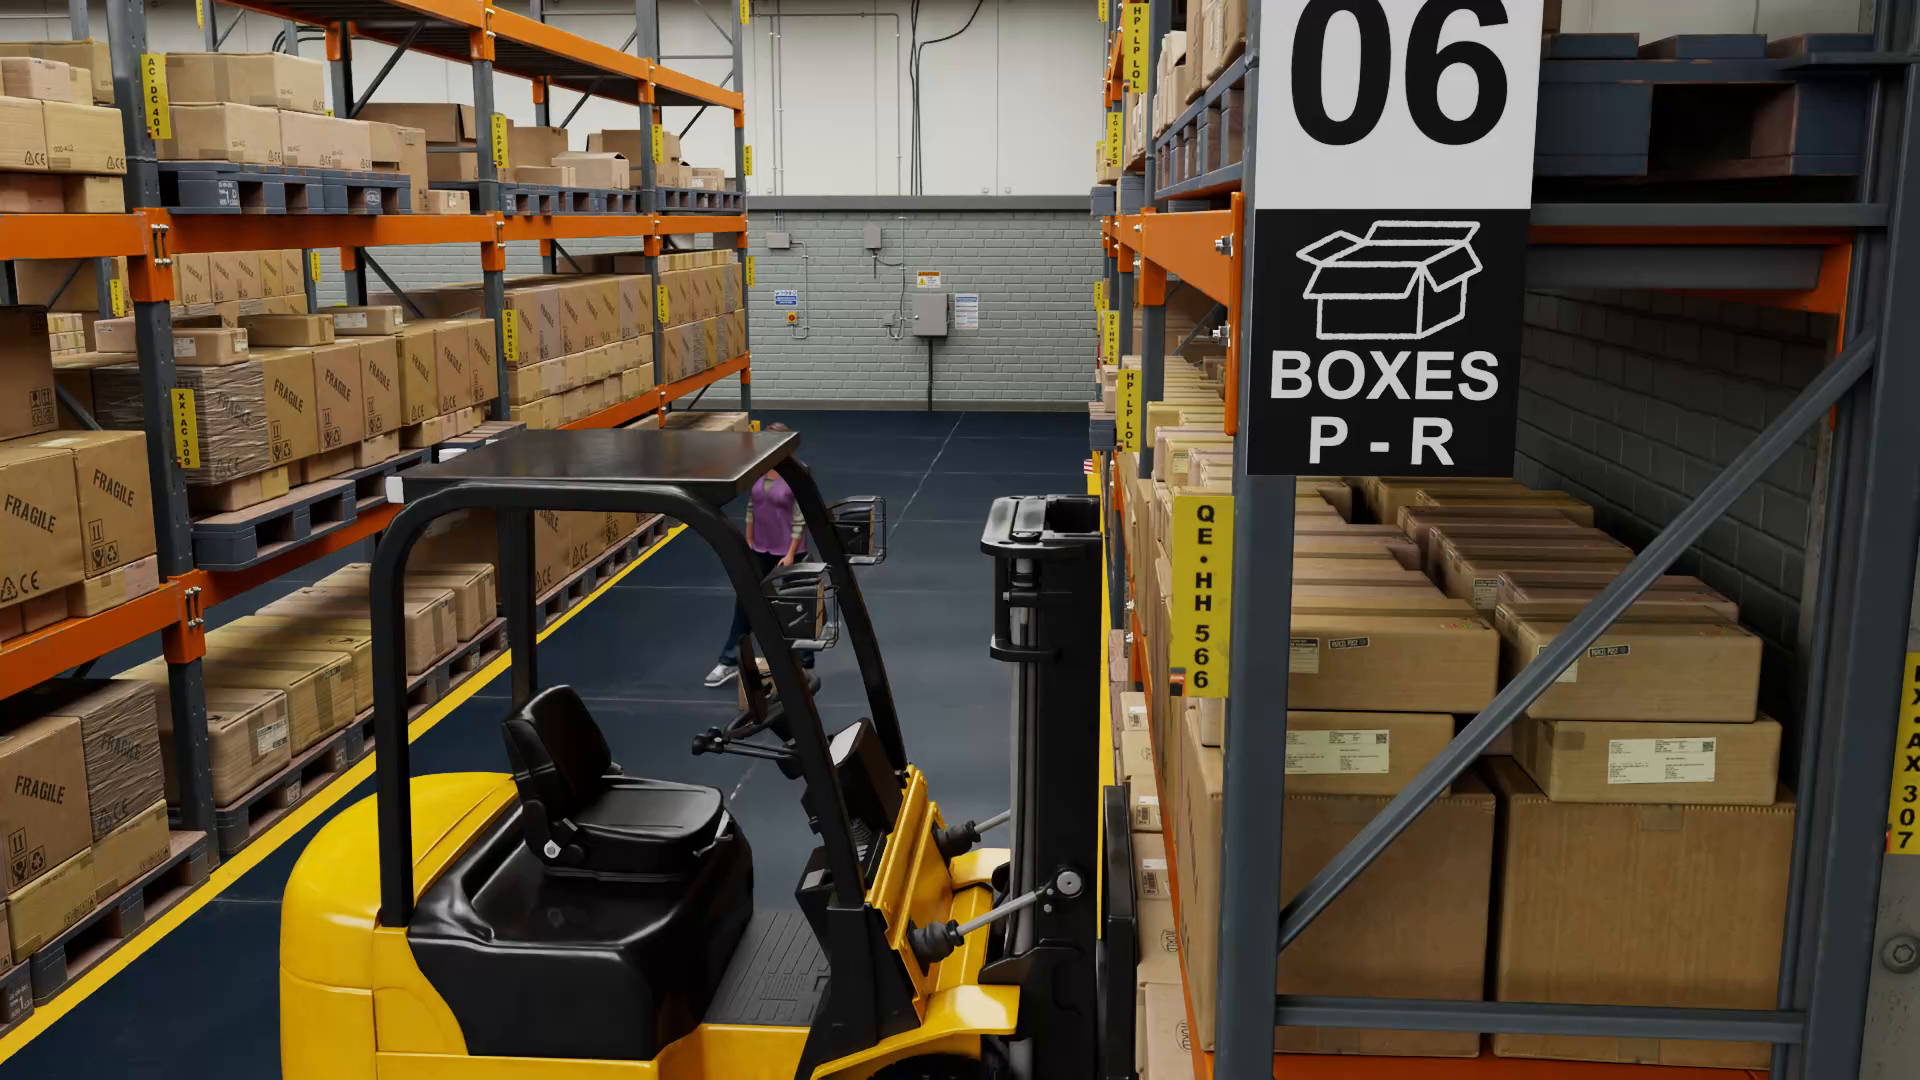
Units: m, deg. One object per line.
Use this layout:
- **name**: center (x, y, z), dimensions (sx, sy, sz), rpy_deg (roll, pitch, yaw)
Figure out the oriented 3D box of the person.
- **person**: center (-1.195, 0.094, 9.942), dimensions (0.598, 1.576, 0.454), rpy_deg (5, 12, 25)
